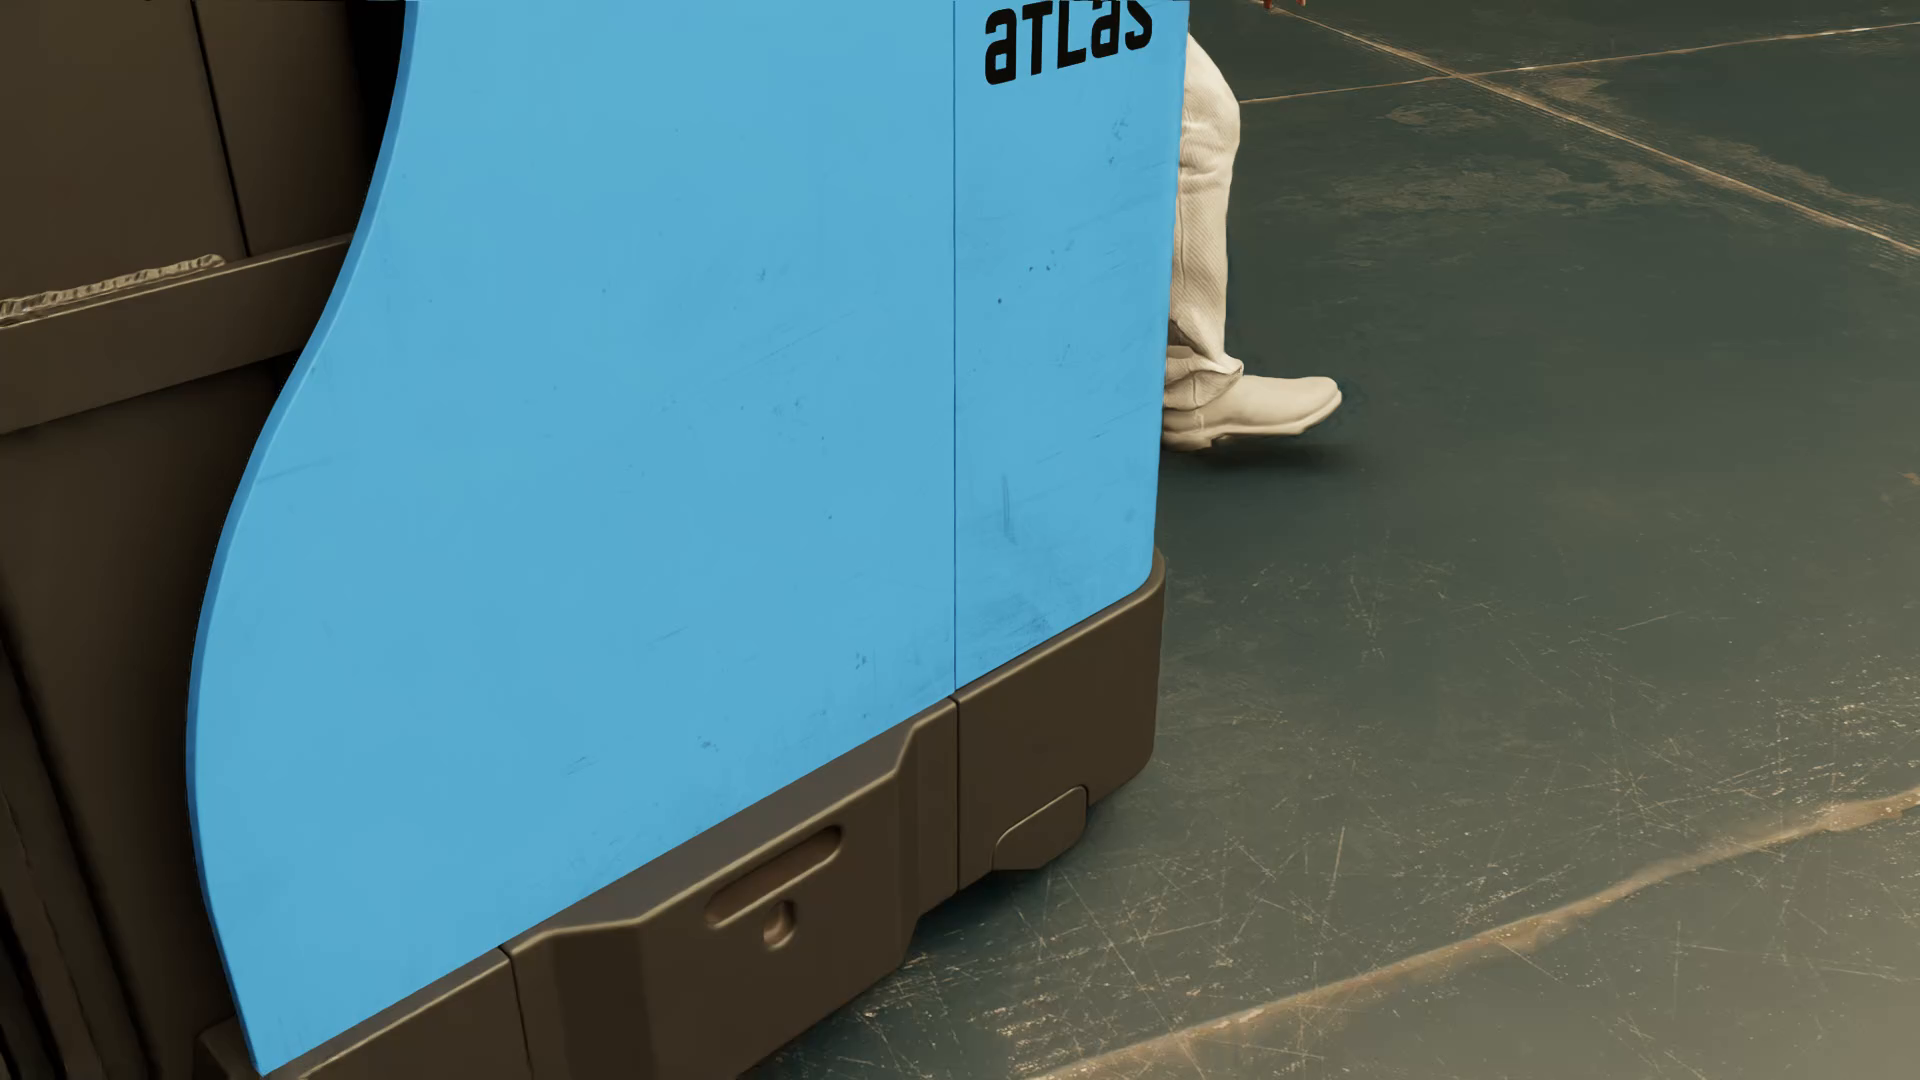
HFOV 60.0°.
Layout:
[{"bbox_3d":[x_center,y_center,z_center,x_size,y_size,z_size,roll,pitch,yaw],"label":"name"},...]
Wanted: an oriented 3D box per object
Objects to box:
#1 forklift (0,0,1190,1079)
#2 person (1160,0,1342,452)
[{"bbox_3d":[-1.183,-0.642,0.666,3.031,2.935,1.130,-26,38,-37],"label":"forklift"},{"bbox_3d":[0.184,-1.007,2.609,0.732,1.580,0.881,-6,30,-10],"label":"person"}]
